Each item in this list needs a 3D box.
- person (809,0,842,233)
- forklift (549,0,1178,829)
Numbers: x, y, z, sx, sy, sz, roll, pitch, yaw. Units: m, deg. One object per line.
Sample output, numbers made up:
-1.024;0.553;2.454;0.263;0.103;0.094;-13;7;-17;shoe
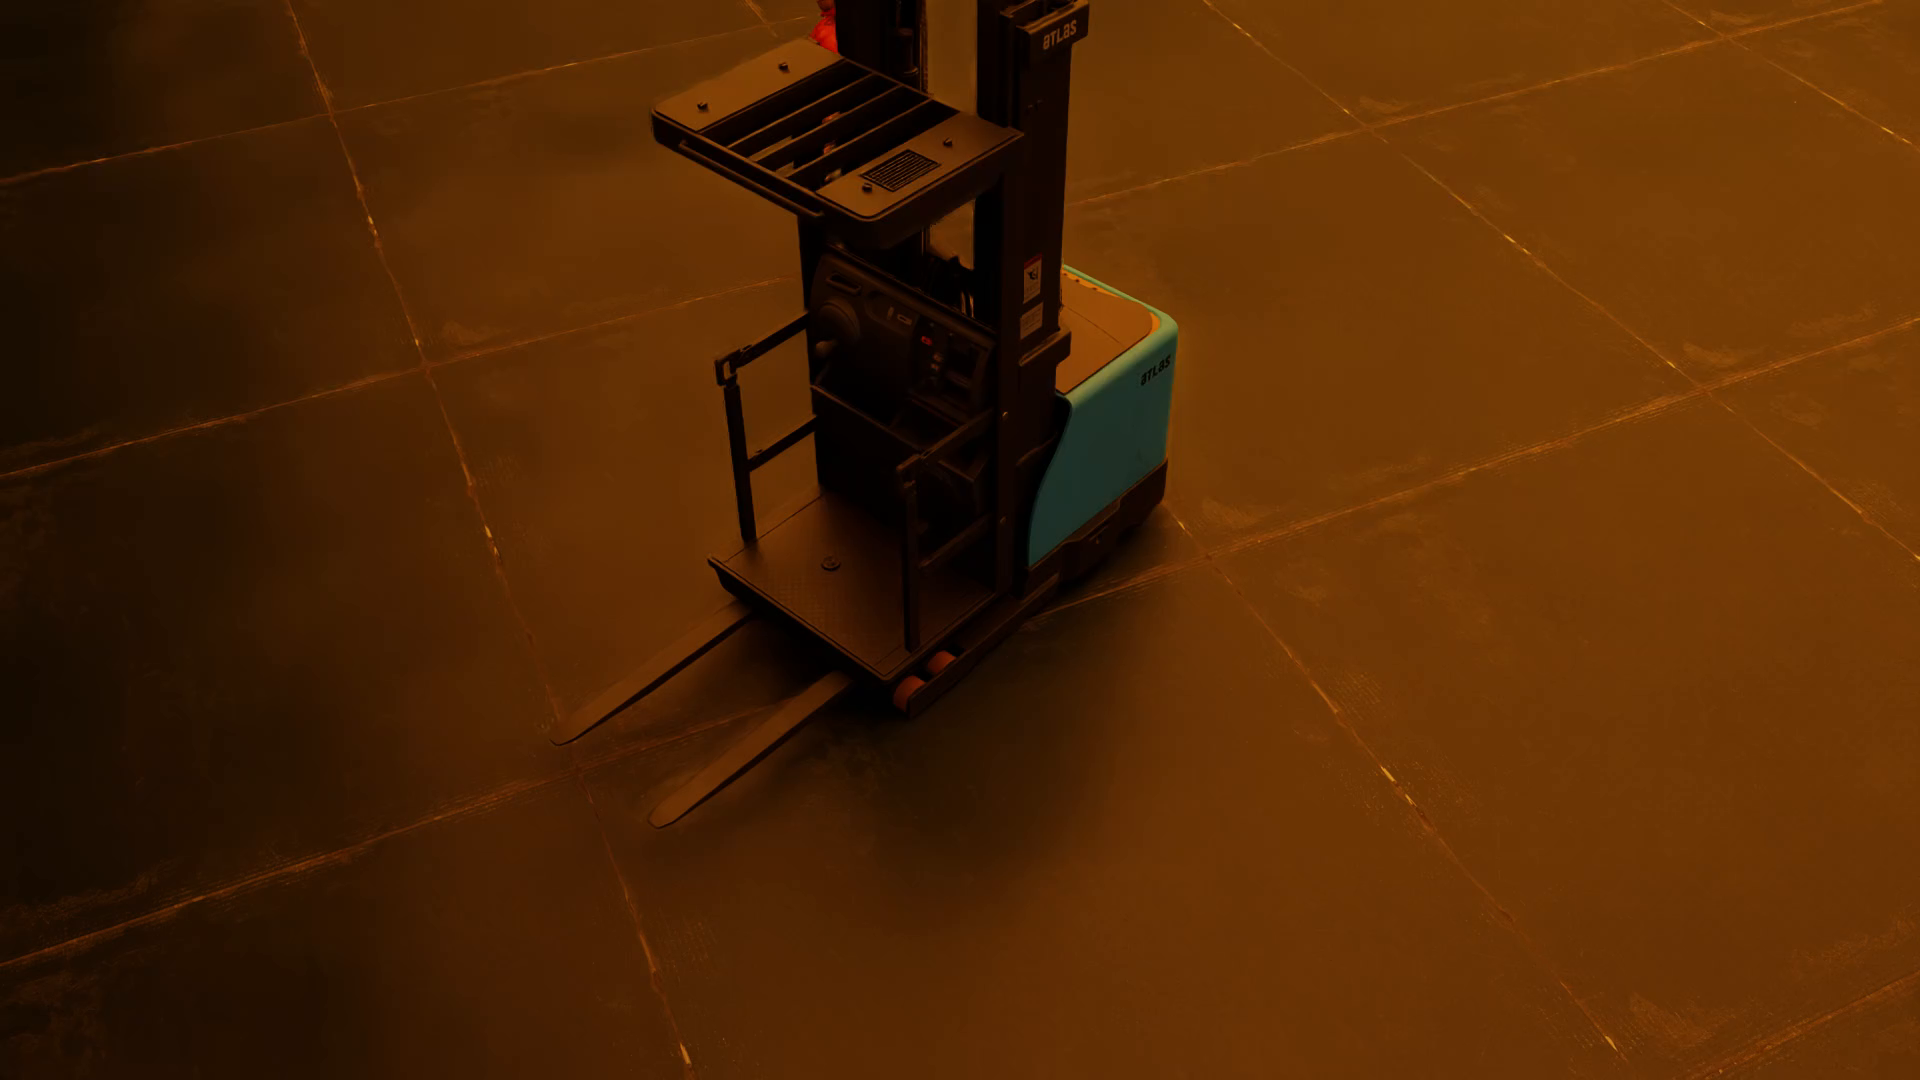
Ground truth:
-0.681;-2.397;9.191;0.665;1.664;0.695;-31;51;-29;person
-0.384;-0.728;6.460;1.130;2.935;3.031;32;52;29;forklift
